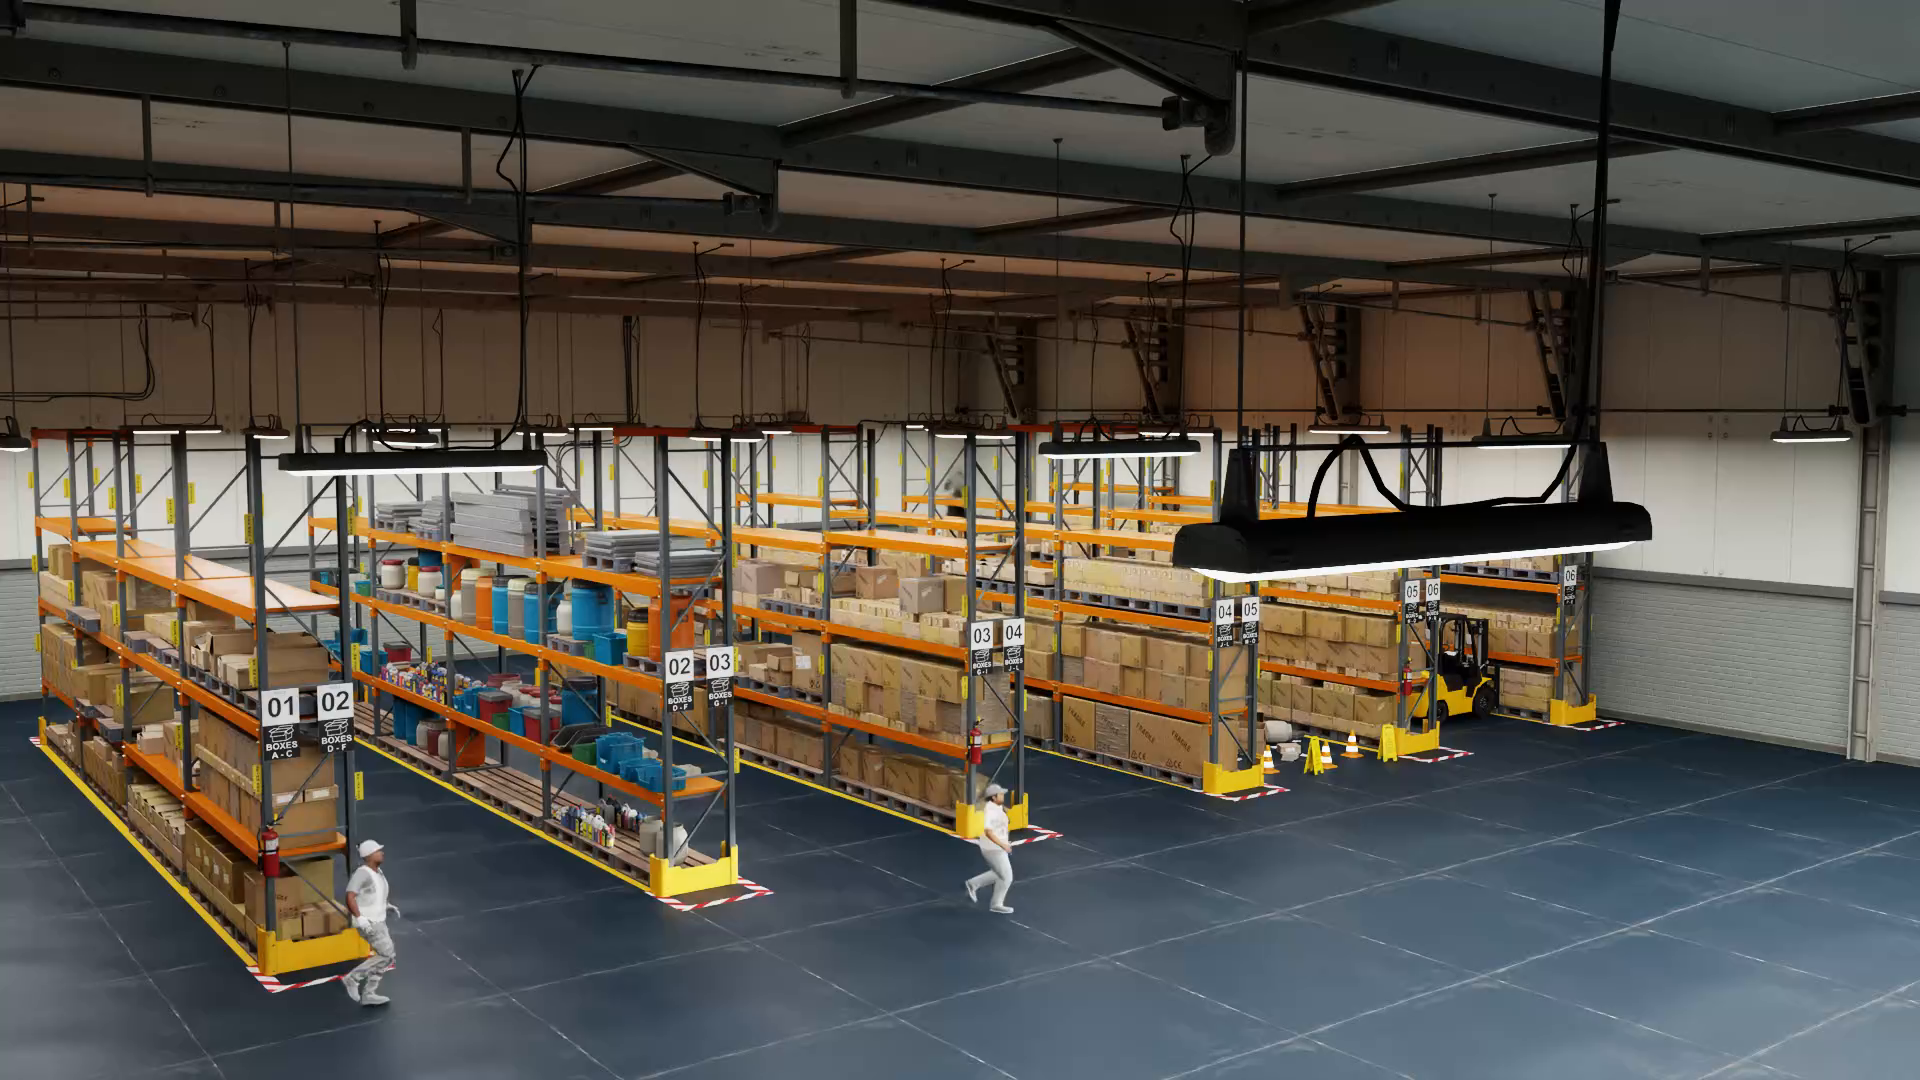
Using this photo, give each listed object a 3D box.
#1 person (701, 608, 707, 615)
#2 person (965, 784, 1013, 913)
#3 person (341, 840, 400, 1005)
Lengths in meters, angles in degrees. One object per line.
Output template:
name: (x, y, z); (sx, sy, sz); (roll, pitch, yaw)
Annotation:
person: (-6.016, 2.438, 38.958); (0.802, 1.701, 0.565); (-2, 5, -21)
person: (0.365, 3.878, 20.938); (0.611, 1.625, 0.644); (0, 4, 0)
person: (-6.302, 4.076, 17.814); (0.557, 1.721, 0.732); (-1, 5, -10)
